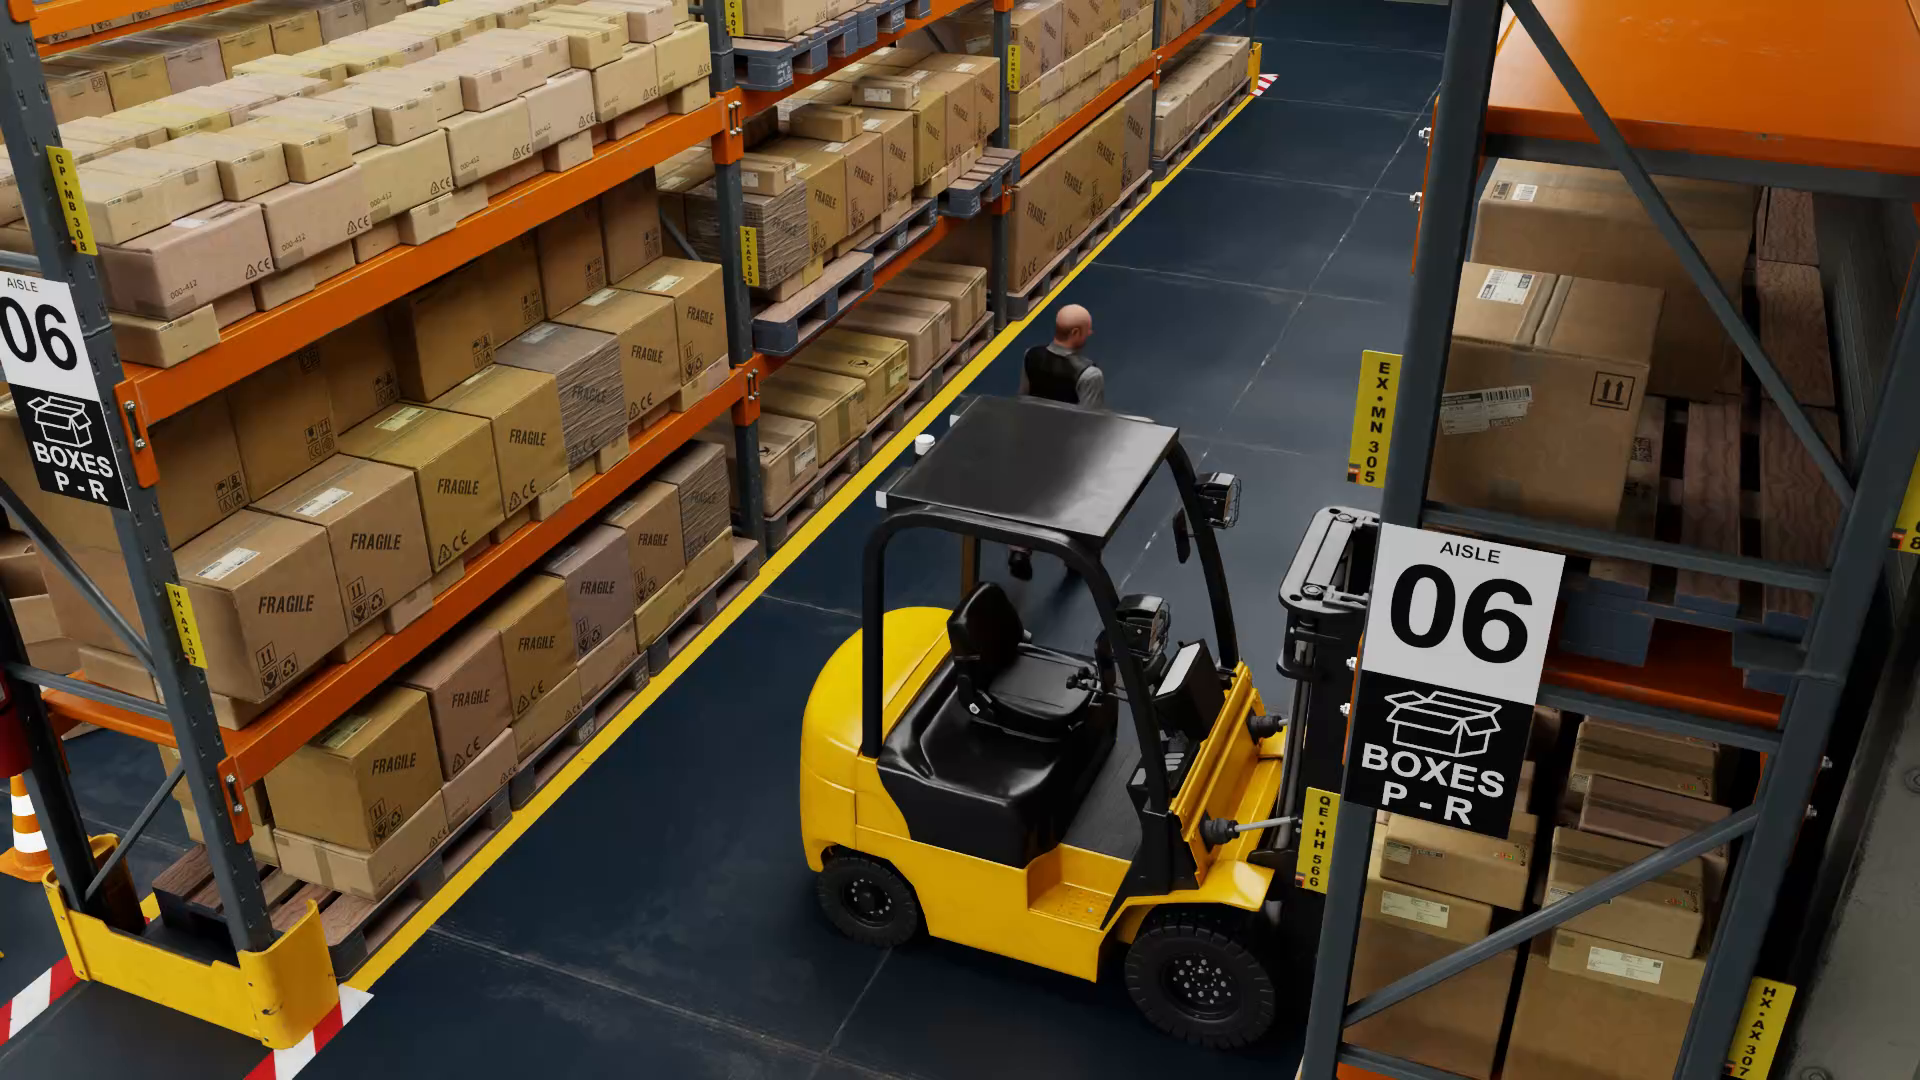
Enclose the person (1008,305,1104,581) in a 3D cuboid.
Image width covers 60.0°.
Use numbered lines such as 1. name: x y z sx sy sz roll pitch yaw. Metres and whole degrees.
1. person: 0.567 -0.516 9.328 0.568 1.708 0.759 17 34 28
